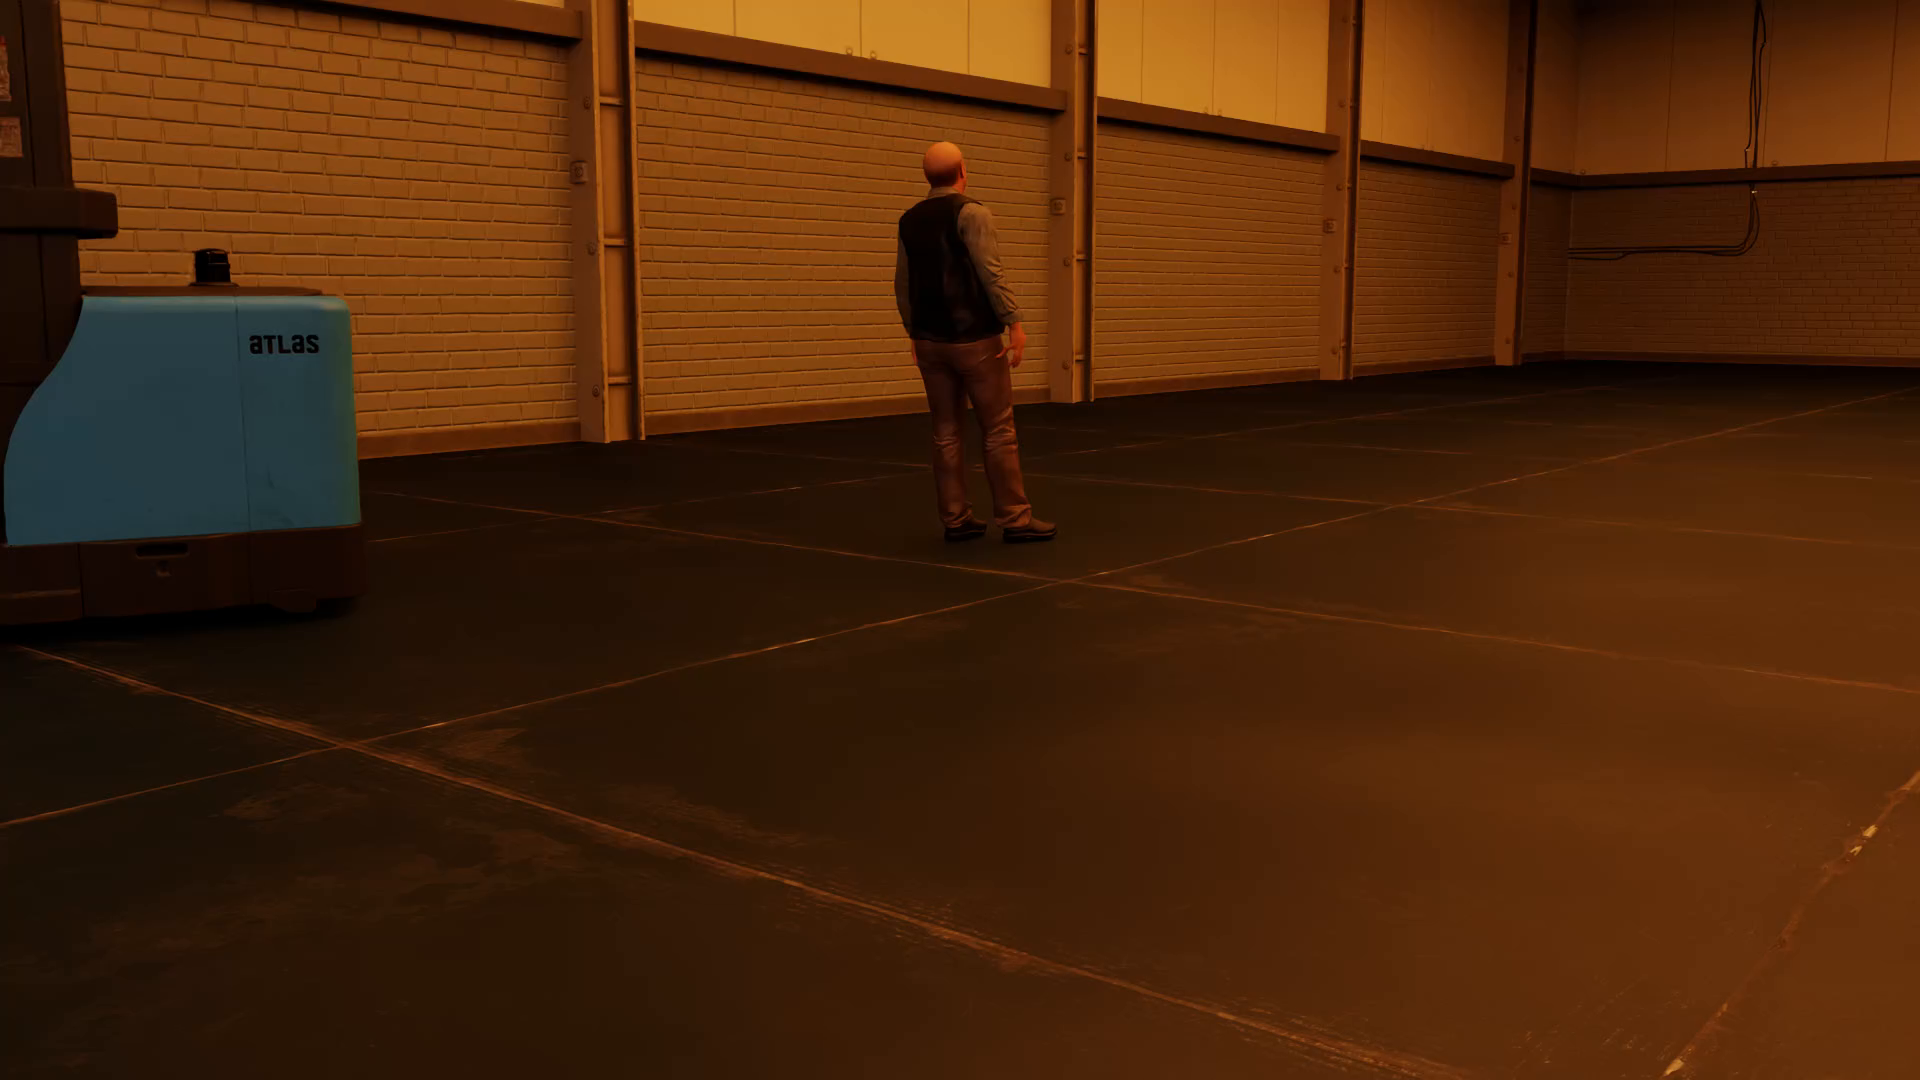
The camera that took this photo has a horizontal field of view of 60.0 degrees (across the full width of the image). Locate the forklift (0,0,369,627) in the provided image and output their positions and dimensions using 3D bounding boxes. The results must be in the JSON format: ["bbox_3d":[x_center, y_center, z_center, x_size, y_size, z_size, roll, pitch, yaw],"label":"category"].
[{"bbox_3d":[-3.571,-1.157,5.188,3.031,2.935,1.130,-4,9,-27],"label":"forklift"}]

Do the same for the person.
[{"bbox_3d":[0.045,-0.865,7.323,0.633,1.722,0.566,7,11,38],"label":"person"}]
